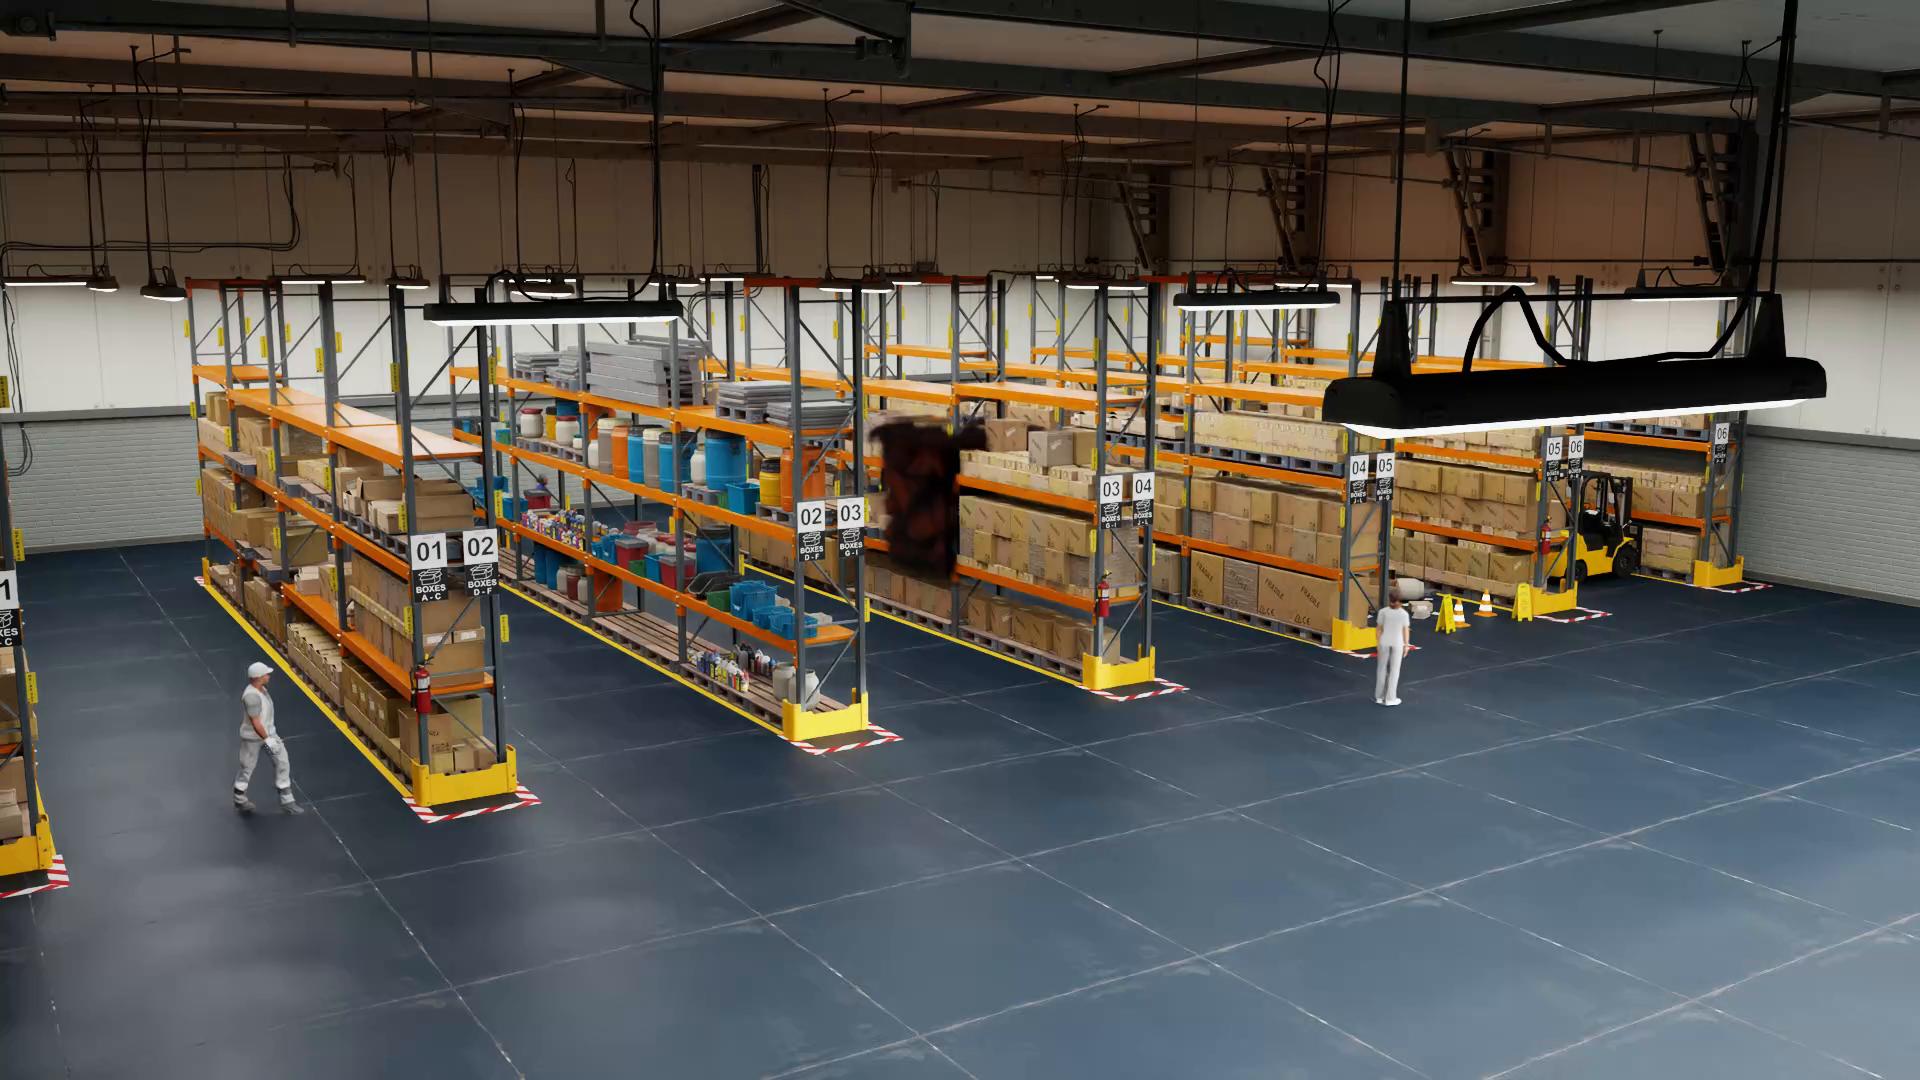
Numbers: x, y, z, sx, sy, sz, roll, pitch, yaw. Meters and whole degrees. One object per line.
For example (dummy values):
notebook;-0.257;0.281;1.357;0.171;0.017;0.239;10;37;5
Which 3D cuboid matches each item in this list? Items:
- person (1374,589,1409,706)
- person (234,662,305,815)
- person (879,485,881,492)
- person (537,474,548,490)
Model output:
person;6.192;1.533;23.841;0.458;1.683;0.358;3;10;17
person;-8.019;2.286;19.075;0.841;1.797;0.484;4;10;23
person;-1.584;-0.317;34.713;0.617;1.730;1.013;-5;11;-26
person;-9.158;-0.630;36.789;0.505;1.676;0.470;-5;11;-25
